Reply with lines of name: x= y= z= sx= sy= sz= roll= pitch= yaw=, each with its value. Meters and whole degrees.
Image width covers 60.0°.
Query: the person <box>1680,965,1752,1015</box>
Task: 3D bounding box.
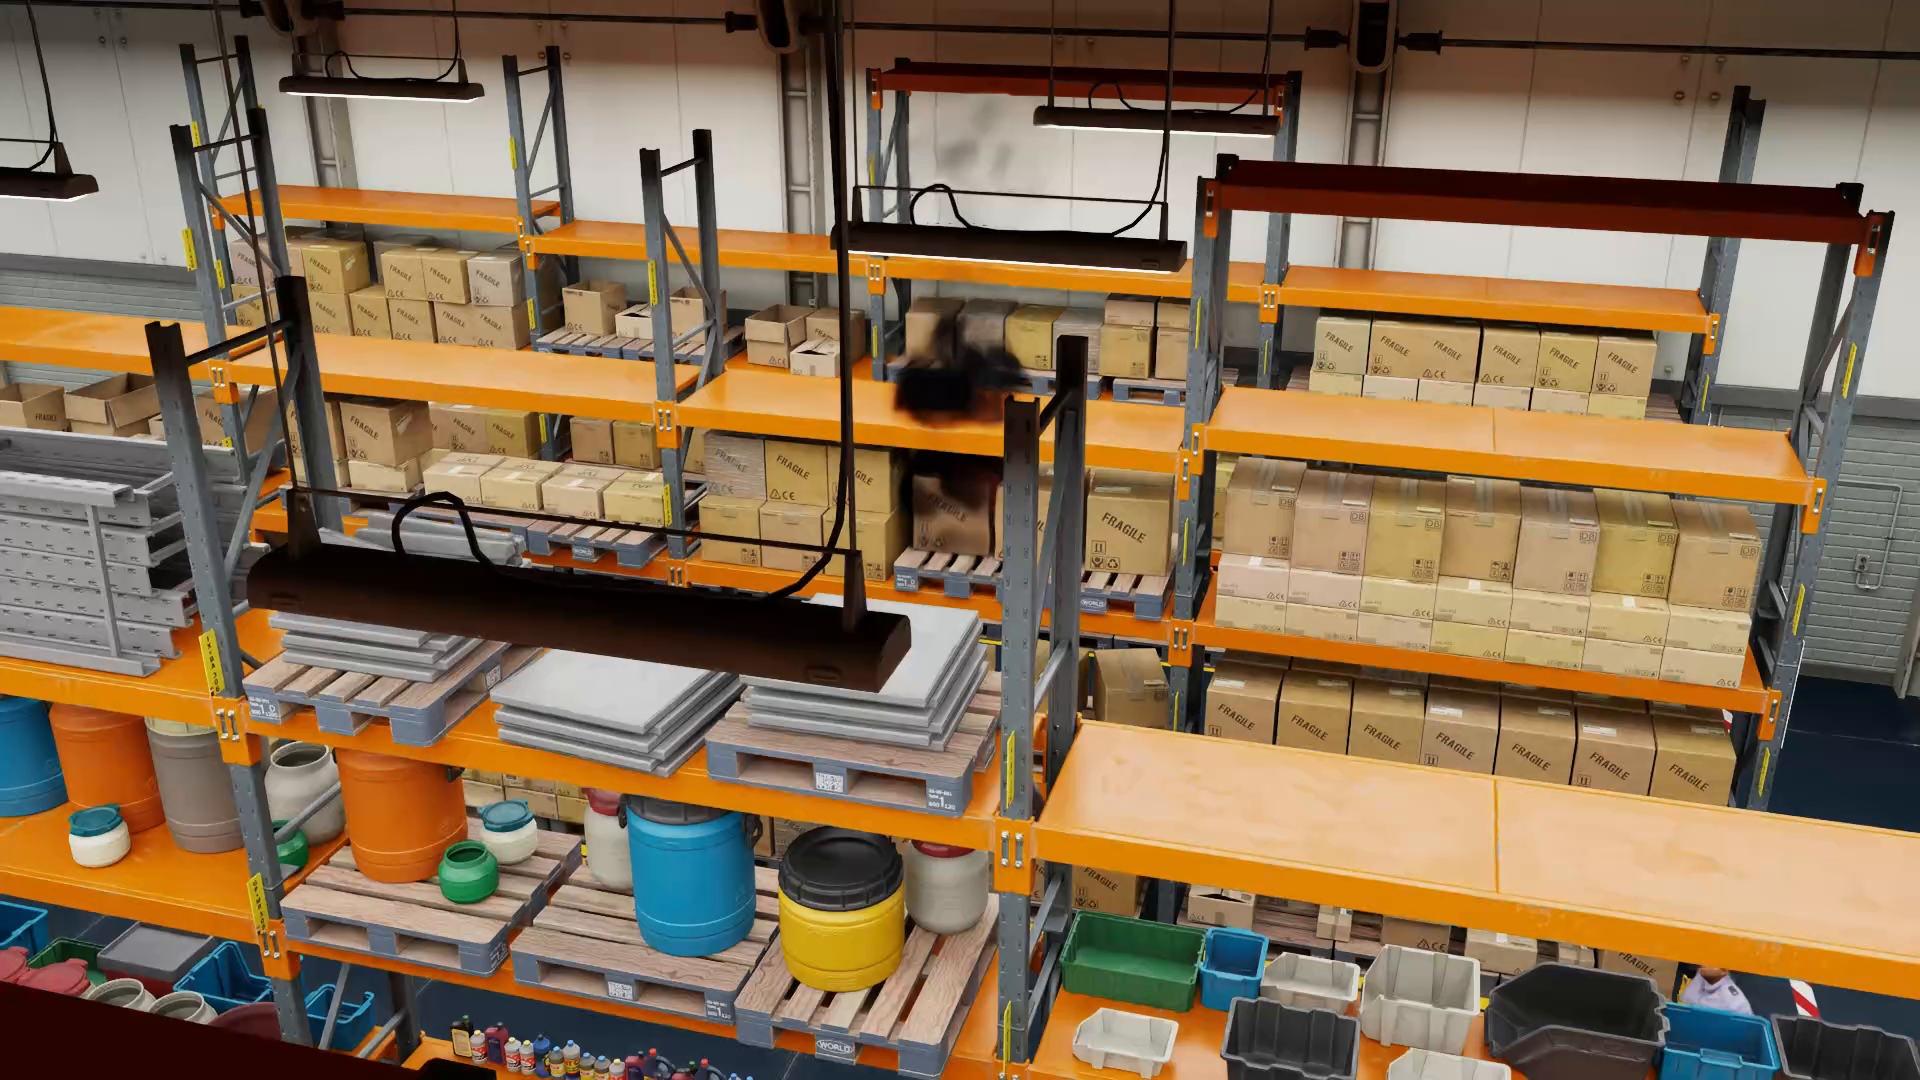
person: x=4.816 y=3.312 z=10.704 sx=0.670 sy=1.680 sz=0.695 roll=-5 pitch=23 yaw=-12
